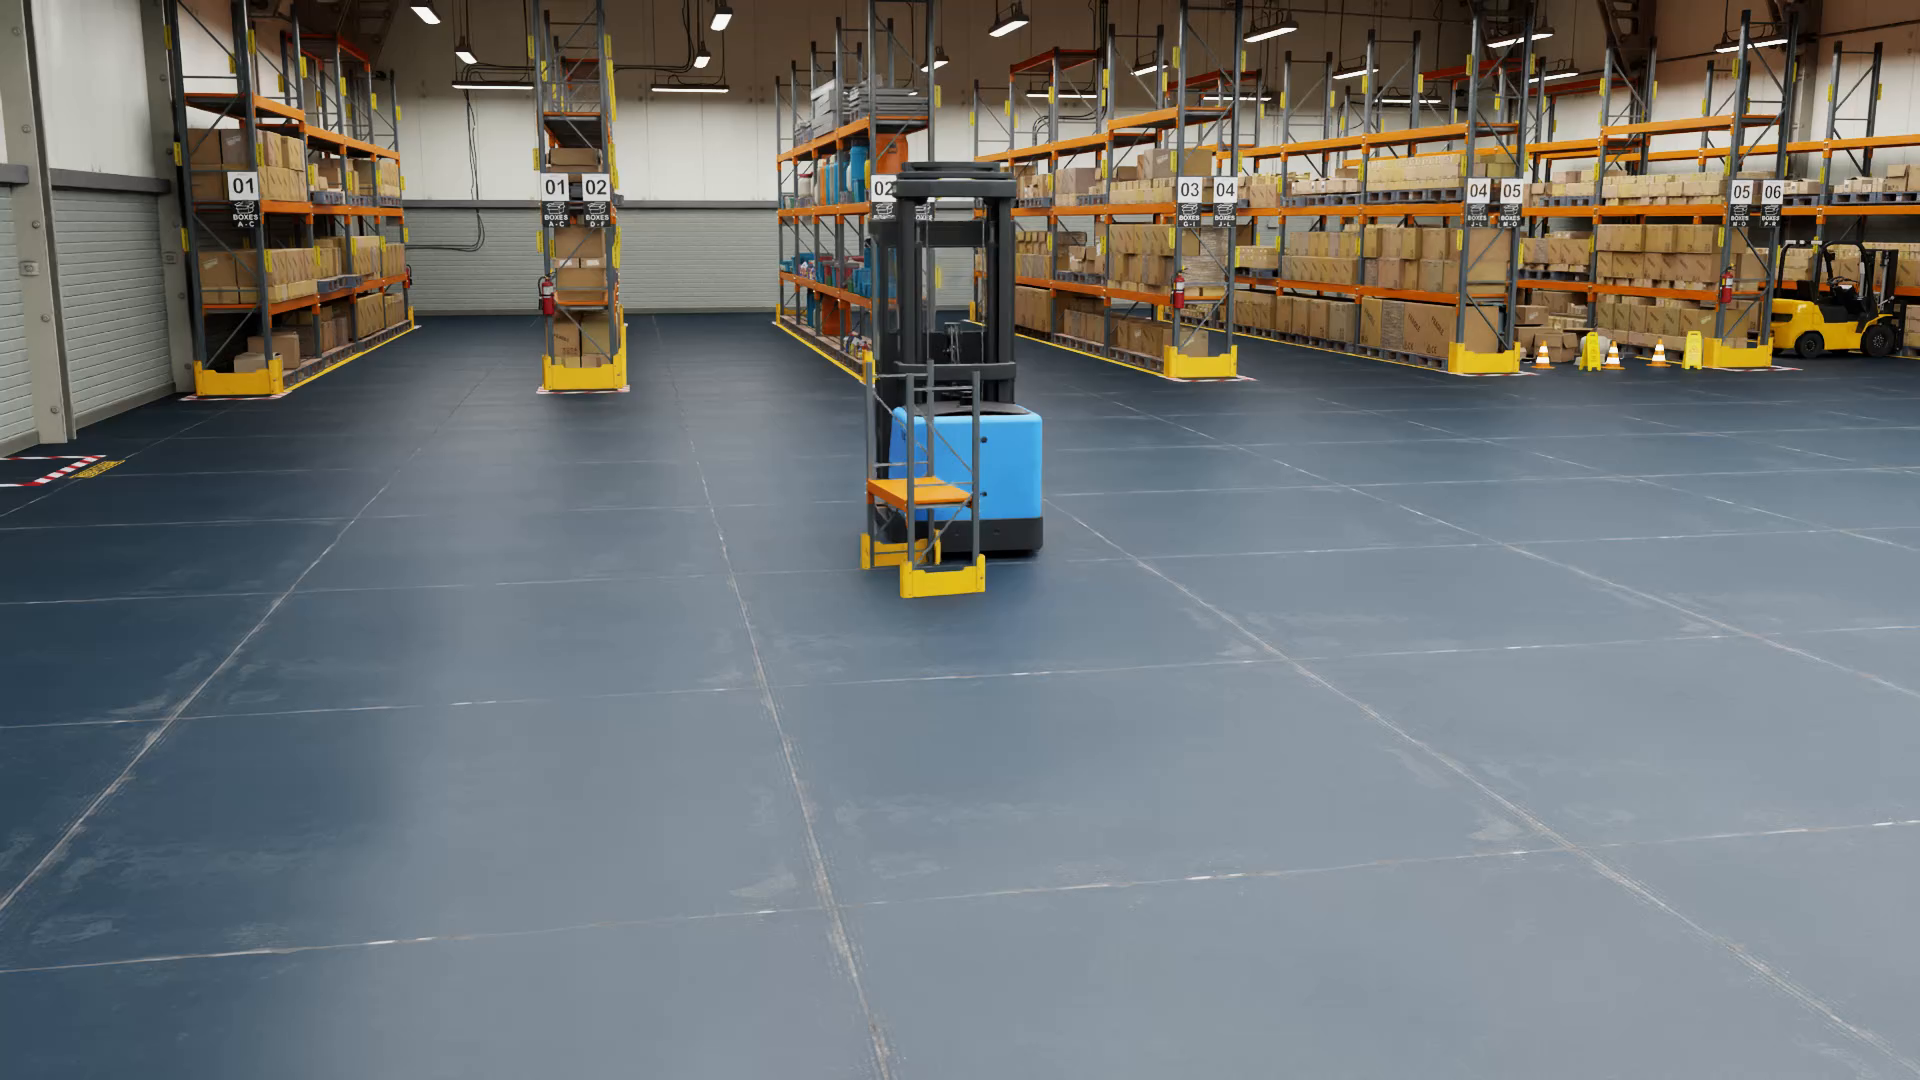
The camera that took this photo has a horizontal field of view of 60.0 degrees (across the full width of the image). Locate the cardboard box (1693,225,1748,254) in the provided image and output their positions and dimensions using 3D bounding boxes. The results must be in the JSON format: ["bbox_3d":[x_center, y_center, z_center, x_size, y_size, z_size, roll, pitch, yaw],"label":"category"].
[{"bbox_3d":[13.373,-5.292,29.241,0.700,0.500,0.500,-2,11,-12],"label":"cardboard box"}]

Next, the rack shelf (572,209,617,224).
[{"bbox_3d":[-8.475,-7.488,38.416,1.077,0.370,4.000,-2,11,-11],"label":"rack shelf"}]

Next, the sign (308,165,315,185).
[{"bbox_3d":[-10.858,-6.101,27.825,0.100,0.325,0.005,-2,11,-11],"label":"sign"}]

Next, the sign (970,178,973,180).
[{"bbox_3d":[0.308,-9.017,41.975,0.100,0.325,0.005,-2,11,-11],"label":"sign"}]

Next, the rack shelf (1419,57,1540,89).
[{"bbox_3d":[11.742,-10.580,37.753,1.077,0.370,4.000,-2,11,-11],"label":"rack shelf"}]

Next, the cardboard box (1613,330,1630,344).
[{"bbox_3d":[12.873,-3.893,31.861,0.500,0.250,0.500,-1,11,-8],"label":"cardboard box"}]

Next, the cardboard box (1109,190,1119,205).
[{"bbox_3d":[3.024,-6.201,30.133,0.500,0.250,0.500,-3,11,-13],"label":"cardboard box"}]

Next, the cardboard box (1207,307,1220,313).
[{"bbox_3d":[6.144,-5.520,39.883,0.380,0.149,0.250,-2,11,-10],"label":"cardboard box"}]

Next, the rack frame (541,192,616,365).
[{"bbox_3d":[-5.752,-3.800,25.138,1.000,3.000,0.127,-2,11,-11],"label":"rack frame"}]

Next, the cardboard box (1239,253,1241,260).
[{"bbox_3d":[6.449,-6.375,37.423,0.380,0.149,0.250,-2,11,-12],"label":"cardboard box"}]

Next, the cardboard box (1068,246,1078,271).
[{"bbox_3d":[2.554,-5.785,34.175,0.500,0.500,0.500,-4,11,-18],"label":"cardboard box"}]

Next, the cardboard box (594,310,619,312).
[{"bbox_3d":[-7.224,-4.445,34.037,0.500,0.500,0.500,-3,11,-13],"label":"cardboard box"}]

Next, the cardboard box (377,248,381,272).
[{"bbox_3d":[-12.607,-5.950,35.316,0.500,0.500,0.500,-2,11,-12],"label":"cardboard box"}]

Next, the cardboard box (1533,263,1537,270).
[{"bbox_3d":[12.291,-5.756,34.963,0.380,0.149,0.250,-2,11,-9],"label":"cardboard box"}]

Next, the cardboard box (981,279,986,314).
[{"bbox_3d":[1.057,-6.142,42.003,0.875,0.875,0.875,-2,11,-11],"label":"cardboard box"}]

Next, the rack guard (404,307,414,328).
[{"bbox_3d":[-13.727,-5.330,39.863,1.175,0.500,0.348,-2,11,-11],"label":"rack guard"}]

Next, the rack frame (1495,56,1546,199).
[{"bbox_3d":[12.131,-8.934,36.069,1.000,3.000,0.127,-2,11,-11],"label":"rack frame"}]

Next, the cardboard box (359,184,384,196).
[{"bbox_3d":[-12.820,-7.612,36.153,0.500,0.250,0.500,-2,11,-11],"label":"cardboard box"}]

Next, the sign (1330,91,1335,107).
[{"bbox_3d":[7.839,-9.293,35.033,0.100,0.325,0.005,-2,11,-11],"label":"sign"}]

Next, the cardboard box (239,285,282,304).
[{"bbox_3d":[-10.394,-3.656,24.731,0.500,0.250,0.500,-2,11,-13],"label":"cardboard box"}]

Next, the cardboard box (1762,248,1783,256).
[{"bbox_3d":[17.215,-6.090,35.170,0.380,0.149,0.250,-2,11,-11],"label":"cardboard box"}]

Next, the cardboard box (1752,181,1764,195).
[{"bbox_3d":[13.850,-6.168,29.162,0.500,0.250,0.500,-2,11,-12],"label":"cardboard box"}]

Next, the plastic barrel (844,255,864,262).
[{"bbox_3d":[-2.061,-5.439,33.388,0.600,0.536,0.708,-2,11,-11],"label":"plastic barrel"}]

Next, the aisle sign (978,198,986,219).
[{"bbox_3d":[0.546,-8.373,42.214,0.394,0.787,0.004,-2,11,-11],"label":"aisle sign"}]

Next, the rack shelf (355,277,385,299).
[{"bbox_3d":[-12.555,-5.100,33.892,1.077,0.370,4.000,-2,11,-11],"label":"rack shelf"}]

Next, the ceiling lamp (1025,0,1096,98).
[{"bbox_3d":[2.819,-13.493,44.409,2.000,3.185,0.800,-2,11,-11],"label":"ceiling lamp"}]

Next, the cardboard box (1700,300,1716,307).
[{"bbox_3d":[17.107,-5.093,37.161,0.875,0.625,0.625,-2,11,-9],"label":"cardboard box"}]

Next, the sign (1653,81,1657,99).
[{"bbox_3d":[13.444,-8.715,32.206,0.100,0.325,0.005,-2,11,-11],"label":"sign"}]

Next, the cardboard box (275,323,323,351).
[{"bbox_3d":[-11.698,-3.568,29.430,0.700,0.500,0.500,-2,11,-12],"label":"cardboard box"}]

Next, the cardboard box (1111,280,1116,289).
[{"bbox_3d":[2.971,-4.673,30.397,0.380,0.149,0.250,-2,11,-11],"label":"cardboard box"}]

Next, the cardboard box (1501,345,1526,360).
[{"bbox_3d":[10.214,-3.464,30.684,0.396,0.266,0.258,0,11,-1],"label":"cardboard box"}]

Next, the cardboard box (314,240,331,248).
[{"bbox_3d":[-11.993,-5.550,31.152,0.380,0.149,0.250,-4,12,-21],"label":"cardboard box"}]

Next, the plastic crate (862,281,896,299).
[{"bbox_3d":[-1.283,-3.987,26.520,0.499,0.251,0.616,-2,11,-11],"label":"plastic crate"}]

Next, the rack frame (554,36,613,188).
[{"bbox_3d":[-7.308,-8.214,32.286,1.000,3.000,0.127,-2,11,-11],"label":"rack frame"}]

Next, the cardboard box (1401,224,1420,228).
[{"bbox_3d":[10.981,-7.625,40.557,0.380,0.149,0.250,-2,11,-12],"label":"cardboard box"}]

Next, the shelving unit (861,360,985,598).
[{"bbox_3d":[-0.274,-0.459,11.597,0.587,1.500,1.083,-4,11,-18],"label":"shelving unit"}]

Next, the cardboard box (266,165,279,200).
[{"bbox_3d":[-10.500,-5.322,24.791,0.500,0.500,0.500,-1,11,-7],"label":"cardboard box"}]

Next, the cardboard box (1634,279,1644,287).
[{"bbox_3d":[12.895,-4.826,31.200,0.380,0.149,0.250,-2,11,-11],"label":"cardboard box"}]

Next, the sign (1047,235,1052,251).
[{"bbox_3d":[1.866,-6.175,34.519,0.100,0.325,0.005,-2,11,-11],"label":"sign"}]

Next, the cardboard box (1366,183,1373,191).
[{"bbox_3d":[7.810,-6.581,31.011,0.380,0.149,0.250,-2,11,-12],"label":"cardboard box"}]

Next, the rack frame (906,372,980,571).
[{"bbox_3d":[-0.111,-0.367,11.115,0.500,1.500,0.032,-4,11,-18],"label":"rack frame"}]

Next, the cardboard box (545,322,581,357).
[{"bbox_3d":[-6.148,-3.111,25.746,0.500,0.500,0.500,-2,11,-11],"label":"cardboard box"}]

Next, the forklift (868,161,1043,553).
[{"bbox_3d":[-0.149,-1.564,13.575,1.130,2.935,3.031,-2,11,-10],"label":"forklift"}]

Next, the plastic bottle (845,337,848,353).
[{"bbox_3d":[-1.949,-3.458,29.452,0.152,0.276,0.135,-2,11,-9],"label":"plastic bottle"}]

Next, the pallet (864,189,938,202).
[{"bbox_3d":[-0.957,-5.515,26.634,1.003,0.211,1.213,-2,11,-11],"label":"pallet"}]

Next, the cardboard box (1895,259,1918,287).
[{"bbox_3d":[18.010,-5.020,31.283,0.500,0.500,0.500,-2,11,-12],"label":"cardboard box"}]

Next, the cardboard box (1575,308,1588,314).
[{"bbox_3d":[15.824,-5.799,42.144,0.380,0.149,0.250,-2,11,-13],"label":"cardboard box"}]

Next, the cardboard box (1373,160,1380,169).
[{"bbox_3d":[7.861,-6.926,30.691,0.380,0.149,0.250,-2,11,-11],"label":"cardboard box"}]

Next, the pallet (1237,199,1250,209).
[{"bbox_3d":[6.737,-7.596,37.564,1.213,0.211,1.003,-2,11,-11],"label":"pallet"}]

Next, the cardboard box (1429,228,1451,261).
[{"bbox_3d":[8.619,-5.092,28.640,0.875,0.550,0.550,-2,11,-11],"label":"cardboard box"}]

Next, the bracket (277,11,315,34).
[{"bbox_3d":[-12.996,-10.093,32.532,0.076,0.066,4.783,-2,11,-11],"label":"bracket"}]

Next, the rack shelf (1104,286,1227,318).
[{"bbox_3d":[3.577,-4.173,29.022,1.077,0.370,4.000,-2,11,-11],"label":"rack shelf"}]

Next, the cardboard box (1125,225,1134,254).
[{"bbox_3d":[3.221,-5.304,29.306,0.500,0.500,0.500,-2,11,-11],"label":"cardboard box"}]

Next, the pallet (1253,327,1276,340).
[{"bbox_3d":[7.144,-4.562,36.601,1.003,0.211,1.213,-2,11,-11],"label":"pallet"}]
